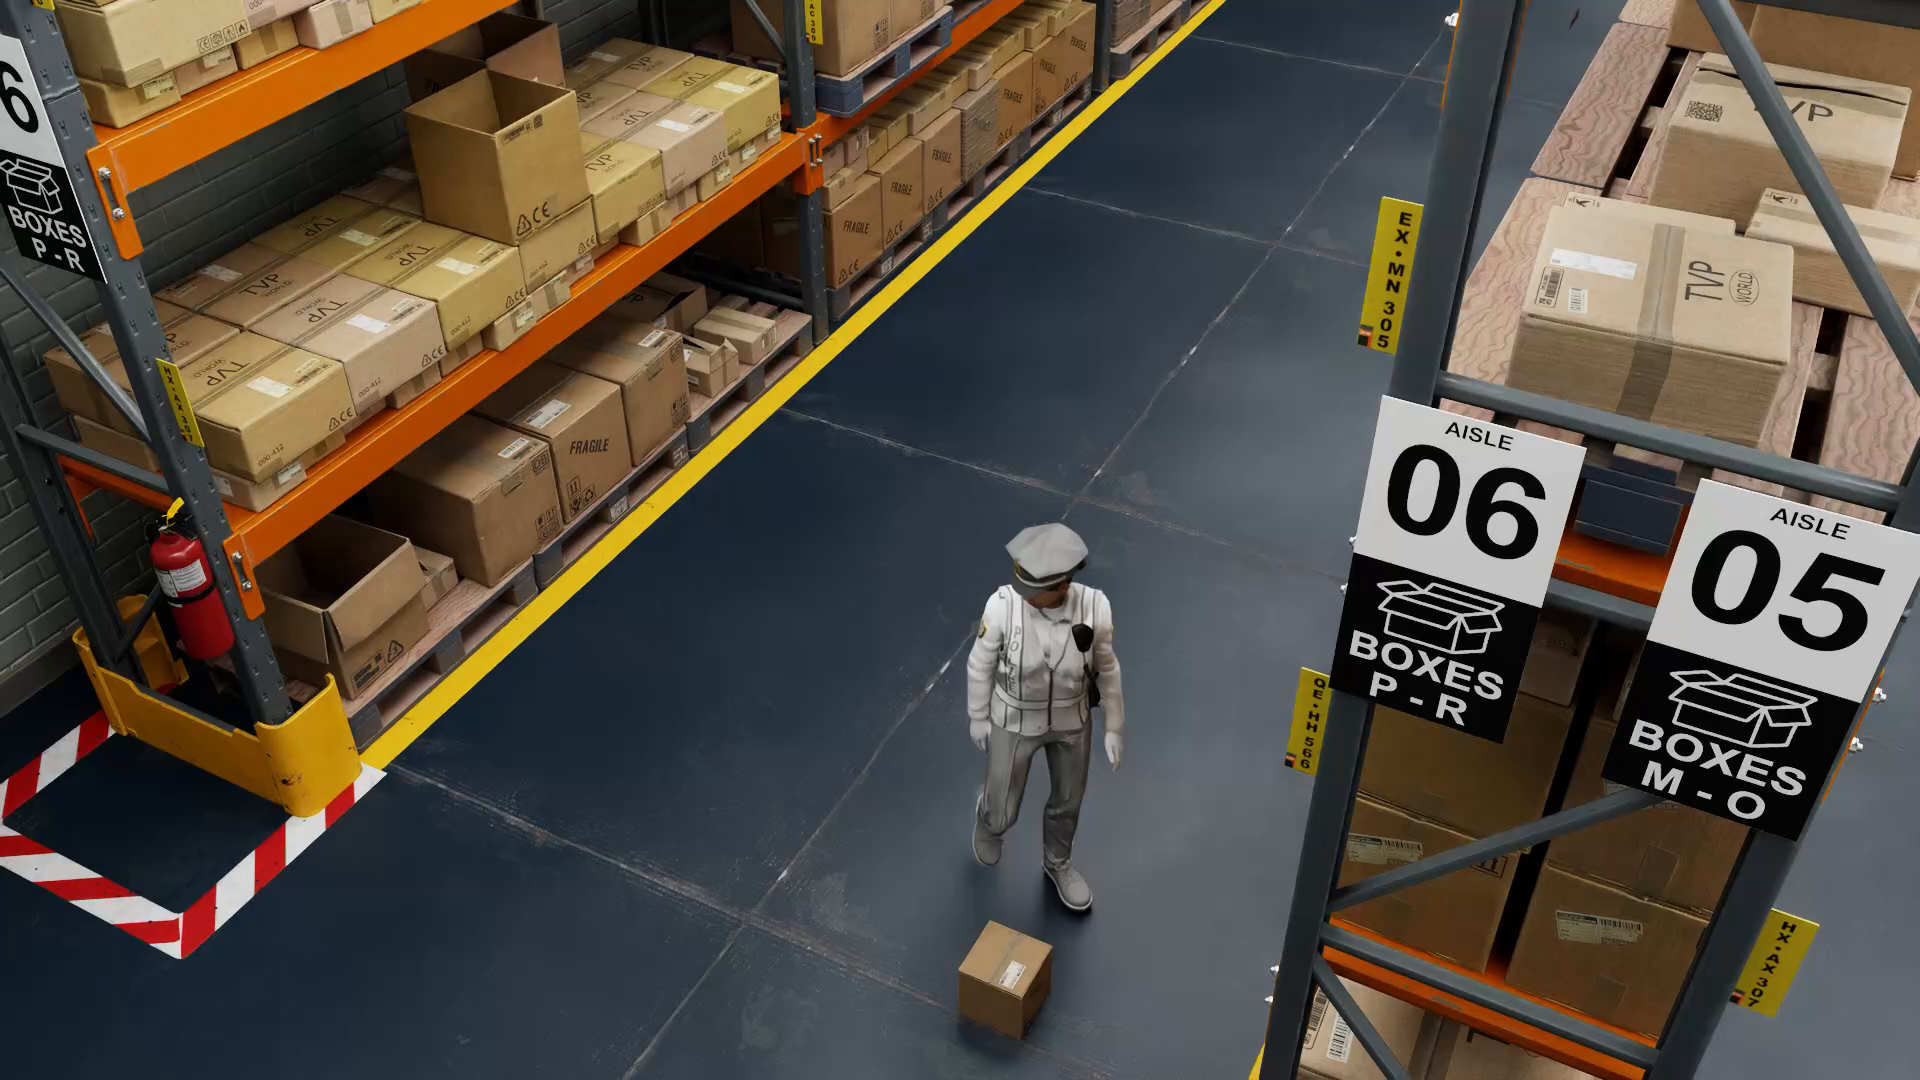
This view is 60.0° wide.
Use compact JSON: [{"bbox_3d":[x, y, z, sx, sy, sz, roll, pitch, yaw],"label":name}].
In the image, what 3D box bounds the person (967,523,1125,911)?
[{"bbox_3d":[0.296,0.628,5.913,0.537,1.664,0.466,-7,39,-9],"label":"person"}]
